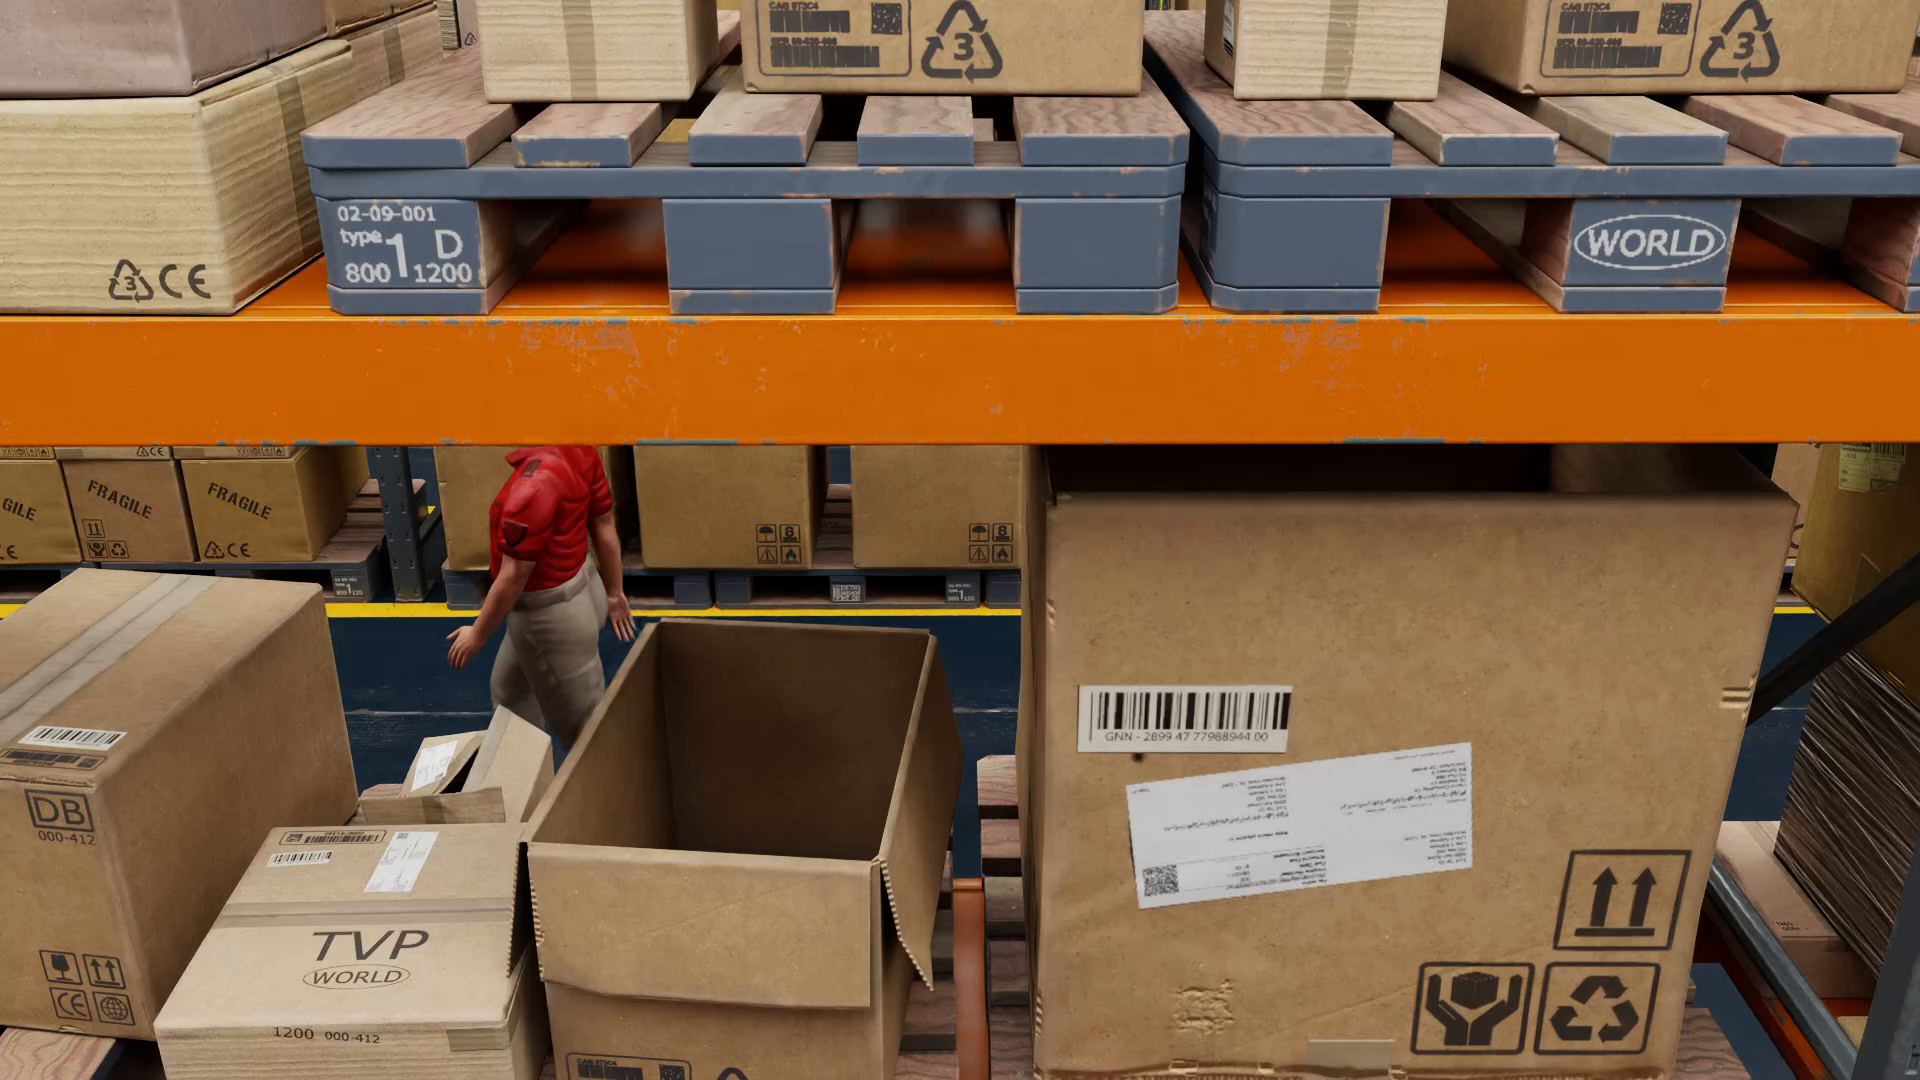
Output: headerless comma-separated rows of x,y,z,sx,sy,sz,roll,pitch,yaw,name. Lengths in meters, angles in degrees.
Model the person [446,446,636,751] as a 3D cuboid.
-1.360,0.243,5.562,1.004,1.673,0.532,1,24,3,person
